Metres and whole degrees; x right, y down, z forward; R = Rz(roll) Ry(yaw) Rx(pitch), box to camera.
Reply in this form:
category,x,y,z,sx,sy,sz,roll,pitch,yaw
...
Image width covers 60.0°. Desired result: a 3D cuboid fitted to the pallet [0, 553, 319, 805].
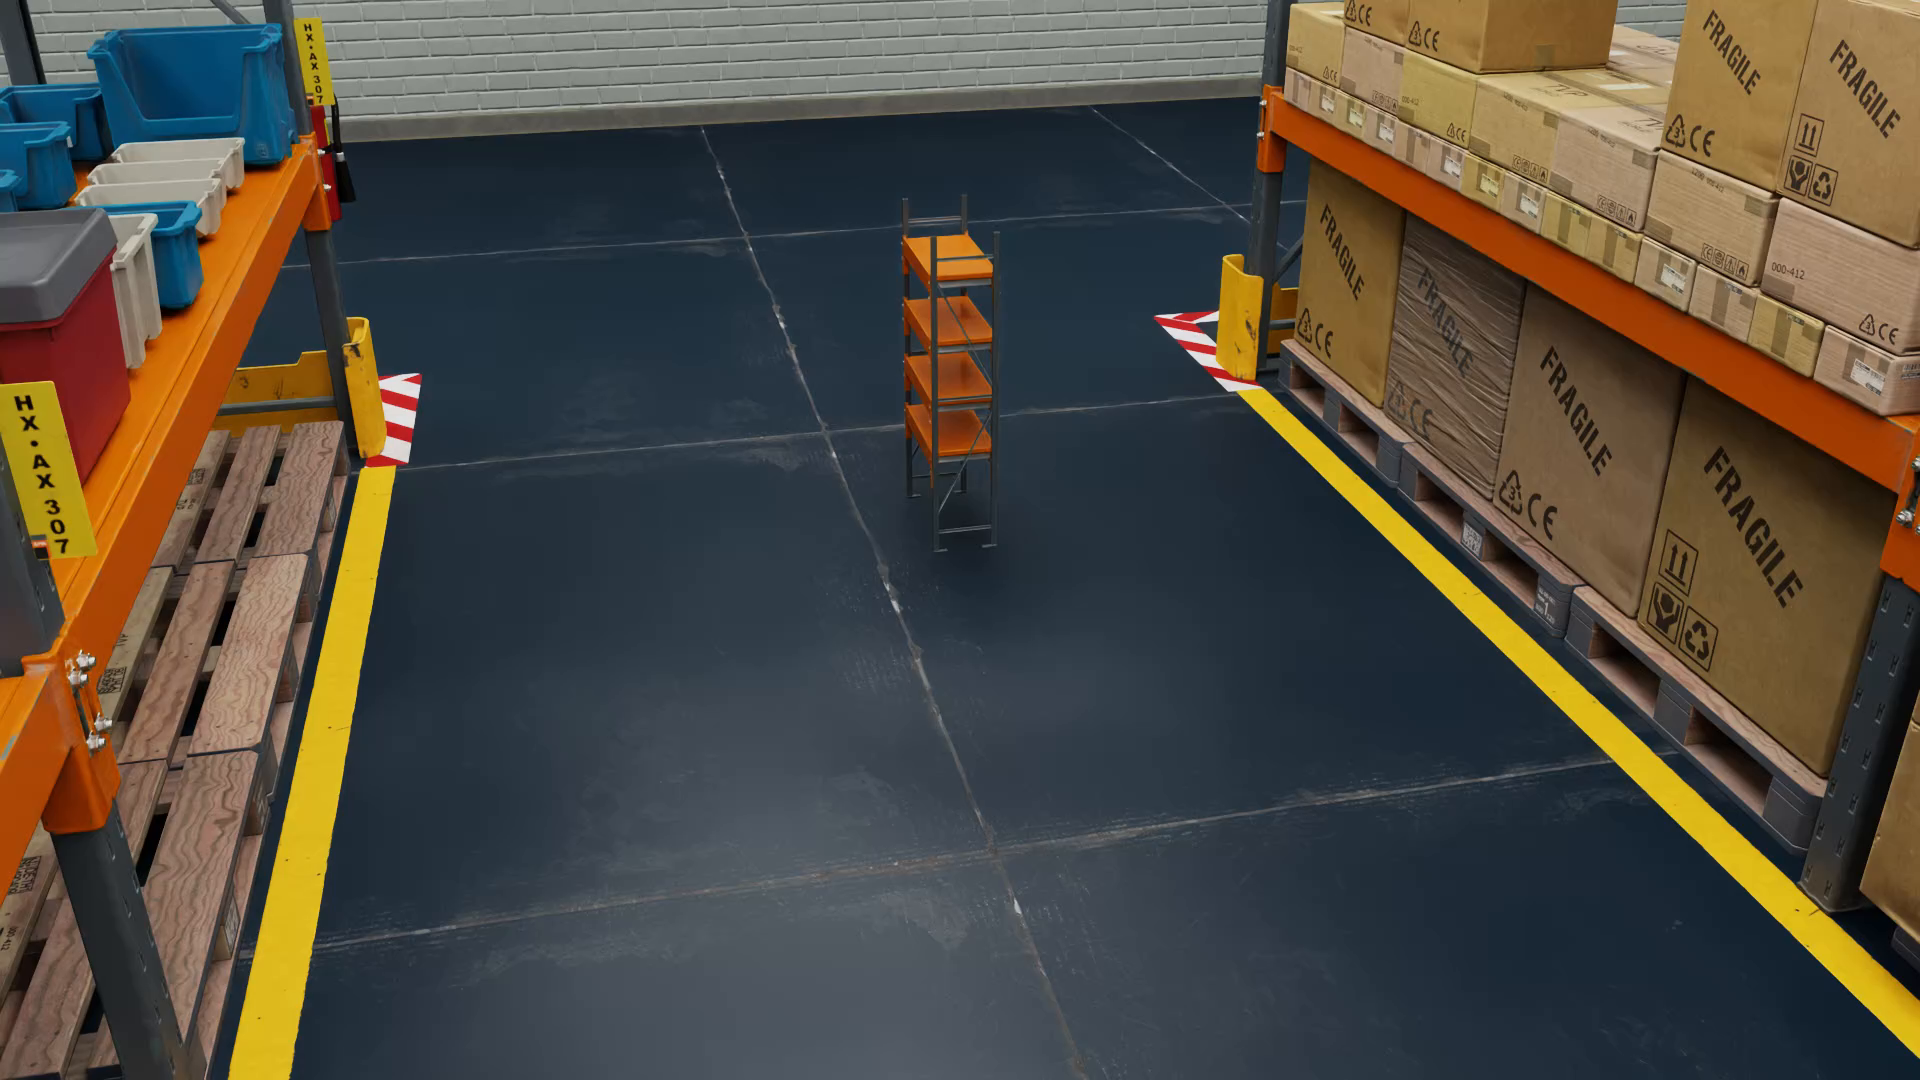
category,x,y,z,sx,sy,sz,roll,pitch,yaw
pallet,-2.583,0.453,5.119,1.003,0.211,1.213,-6,27,-12

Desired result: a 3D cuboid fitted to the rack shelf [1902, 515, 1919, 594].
category,x,y,z,sx,sy,sz,roll,pitch,yaw
rack shelf,3.176,0.760,2.214,1.077,0.370,4.000,-6,27,-12

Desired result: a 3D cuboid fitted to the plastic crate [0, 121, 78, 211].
category,x,y,z,sx,sy,sz,roll,pitch,yaw
plastic crate,-3.119,-1.214,5.445,0.416,0.233,0.300,-6,27,-12

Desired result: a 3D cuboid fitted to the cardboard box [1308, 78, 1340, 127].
category,x,y,z,sx,sy,sz,roll,pitch,yaw
cardboard box,1.641,-1.782,6.730,0.380,0.149,0.250,-6,27,-12

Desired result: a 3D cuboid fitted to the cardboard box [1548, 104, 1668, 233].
category,x,y,z,sx,sy,sz,roll,pitch,yaw
cardboard box,2.135,-1.124,4.983,0.500,0.250,0.500,-5,27,-11

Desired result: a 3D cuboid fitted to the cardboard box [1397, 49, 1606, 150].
category,x,y,z,sx,sy,sz,roll,pitch,yaw
cardboard box,1.902,-1.575,5.877,0.500,0.250,0.500,-7,28,-13

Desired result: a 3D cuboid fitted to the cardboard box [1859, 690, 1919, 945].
category,x,y,z,sx,sy,sz,roll,pitch,yaw
cardboard box,2.888,0.600,3.623,1.225,0.875,0.875,-6,27,-11

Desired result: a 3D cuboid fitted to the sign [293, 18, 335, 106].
category,x,y,z,sx,sy,sz,roll,pitch,yaw
sign,-2.470,-1.828,6.362,0.100,0.325,0.005,-6,27,-12

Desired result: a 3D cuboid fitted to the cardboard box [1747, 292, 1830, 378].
category,x,y,z,sx,sy,sz,roll,pitch,yaw
cardboard box,2.278,-0.541,4.272,0.380,0.149,0.250,-5,27,-11

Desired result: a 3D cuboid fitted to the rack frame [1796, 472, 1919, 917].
category,x,y,z,sx,sy,sz,roll,pitch,yaw
rack frame,2.725,-0.440,3.792,1.000,3.000,0.127,-6,27,-12

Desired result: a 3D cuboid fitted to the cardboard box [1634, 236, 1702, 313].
category,x,y,z,sx,sy,sz,roll,pitch,yaw
cardboard box,2.163,-0.767,4.719,0.380,0.149,0.250,-5,27,-11

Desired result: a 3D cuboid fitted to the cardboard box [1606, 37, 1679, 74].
category,x,y,z,sx,sy,sz,roll,pitch,yaw
cardboard box,2.420,-1.629,5.986,0.500,0.250,0.500,-7,28,-13

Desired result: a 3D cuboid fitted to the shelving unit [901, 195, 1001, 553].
category,x,y,z,sx,sy,sz,roll,pitch,yaw
shelving unit,-0.037,-0.608,6.124,0.258,1.200,0.503,-6,27,-12

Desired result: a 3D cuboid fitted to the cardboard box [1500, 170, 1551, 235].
category,x,y,z,sx,sy,sz,roll,pitch,yaw
cardboard box,1.991,-1.104,5.387,0.380,0.149,0.250,-6,27,-11

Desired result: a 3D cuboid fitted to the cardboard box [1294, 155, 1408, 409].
category,x,y,z,sx,sy,sz,roll,pitch,yaw
cardboard box,2.046,-1.162,7.115,0.875,0.875,0.875,-6,27,-12

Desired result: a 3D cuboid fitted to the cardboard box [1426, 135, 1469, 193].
category,x,y,z,sx,sy,sz,roll,pitch,yaw
cardboard box,1.874,-1.330,5.835,0.380,0.149,0.250,-6,27,-12

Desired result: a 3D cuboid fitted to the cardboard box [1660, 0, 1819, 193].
category,x,y,z,sx,sy,sz,roll,pitch,yaw
cardboard box,2.252,-1.235,4.372,0.500,0.500,0.500,-6,27,-11

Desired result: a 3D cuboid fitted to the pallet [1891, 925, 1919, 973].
category,x,y,z,sx,sy,sz,roll,pitch,yaw
pallet,2.972,1.136,3.764,1.003,0.211,1.213,-6,27,-12

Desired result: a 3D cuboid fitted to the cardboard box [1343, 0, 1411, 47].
category,x,y,z,sx,sy,sz,roll,pitch,yaw
cardboard box,1.781,-2.139,6.162,0.500,0.500,0.500,-7,28,-13

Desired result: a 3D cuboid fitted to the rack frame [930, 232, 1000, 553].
category,x,y,z,sx,sy,sz,roll,pitch,yaw
rack frame,0.018,-0.501,5.911,0.240,1.200,0.015,-6,27,-12

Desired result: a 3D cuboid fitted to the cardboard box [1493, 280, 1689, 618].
category,x,y,z,sx,sy,sz,roll,pitch,yaw
cardboard box,2.451,-0.371,5.549,0.875,0.875,0.875,-6,27,-12

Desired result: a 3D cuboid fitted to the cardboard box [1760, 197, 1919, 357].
category,x,y,z,sx,sy,sz,roll,pitch,yaw
cardboard box,2.370,-0.673,4.090,0.500,0.250,0.500,-6,27,-13

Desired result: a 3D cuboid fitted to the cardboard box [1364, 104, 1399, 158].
category,x,y,z,sx,sy,sz,roll,pitch,yaw
cardboard box,1.759,-1.555,6.280,0.380,0.149,0.250,-6,27,-12

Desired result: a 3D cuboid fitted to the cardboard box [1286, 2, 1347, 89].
category,x,y,z,sx,sy,sz,roll,pitch,yaw
cardboard box,1.668,-2.023,6.766,0.500,0.250,0.500,-7,28,-13

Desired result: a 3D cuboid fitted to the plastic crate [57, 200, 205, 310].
category,x,y,z,sx,sy,sz,roll,pitch,yaw
plastic crate,-2.290,-0.769,4.564,0.416,0.233,0.300,-6,27,-12

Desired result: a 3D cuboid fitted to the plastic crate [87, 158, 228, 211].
category,x,y,z,sx,sy,sz,roll,pitch,yaw
plastic crate,-2.591,-1.133,5.393,0.396,0.136,0.243,-6,27,-12

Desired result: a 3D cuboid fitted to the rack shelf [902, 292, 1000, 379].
category,x,y,z,sx,sy,sz,roll,pitch,yaw
rack shelf,-0.037,-0.748,6.053,0.258,0.148,0.480,-6,27,-12

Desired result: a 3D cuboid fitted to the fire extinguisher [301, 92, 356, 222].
category,x,y,z,sx,sy,sz,roll,pitch,yaw
fire extinguisher,-2.593,-1.604,6.599,0.296,0.674,0.183,-6,27,-12

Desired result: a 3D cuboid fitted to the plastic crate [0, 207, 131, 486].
category,x,y,z,sx,sy,sz,roll,pitch,yaw
plastic crate,-2.058,-0.409,3.595,0.402,0.464,0.583,-6,27,-12

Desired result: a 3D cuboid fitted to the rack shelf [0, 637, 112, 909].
category,x,y,z,sx,sy,sz,roll,pitch,yaw
rack shelf,-1.650,1.263,1.218,1.077,0.370,4.000,-6,27,-12

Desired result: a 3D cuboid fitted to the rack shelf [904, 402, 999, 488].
category,x,y,z,sx,sy,sz,roll,pitch,yaw
rack shelf,-0.037,-0.371,6.243,0.258,0.148,0.480,-6,27,-12

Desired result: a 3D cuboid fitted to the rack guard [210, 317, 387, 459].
category,x,y,z,sx,sy,sz,roll,pitch,yaw
rack guard,-3.020,-0.586,6.856,1.175,0.500,0.348,-6,27,-12

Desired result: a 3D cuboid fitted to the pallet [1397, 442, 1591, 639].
category,x,y,z,sx,sy,sz,roll,pitch,yaw
pallet,2.351,-0.073,6.161,1.003,0.211,1.213,-6,27,-12
